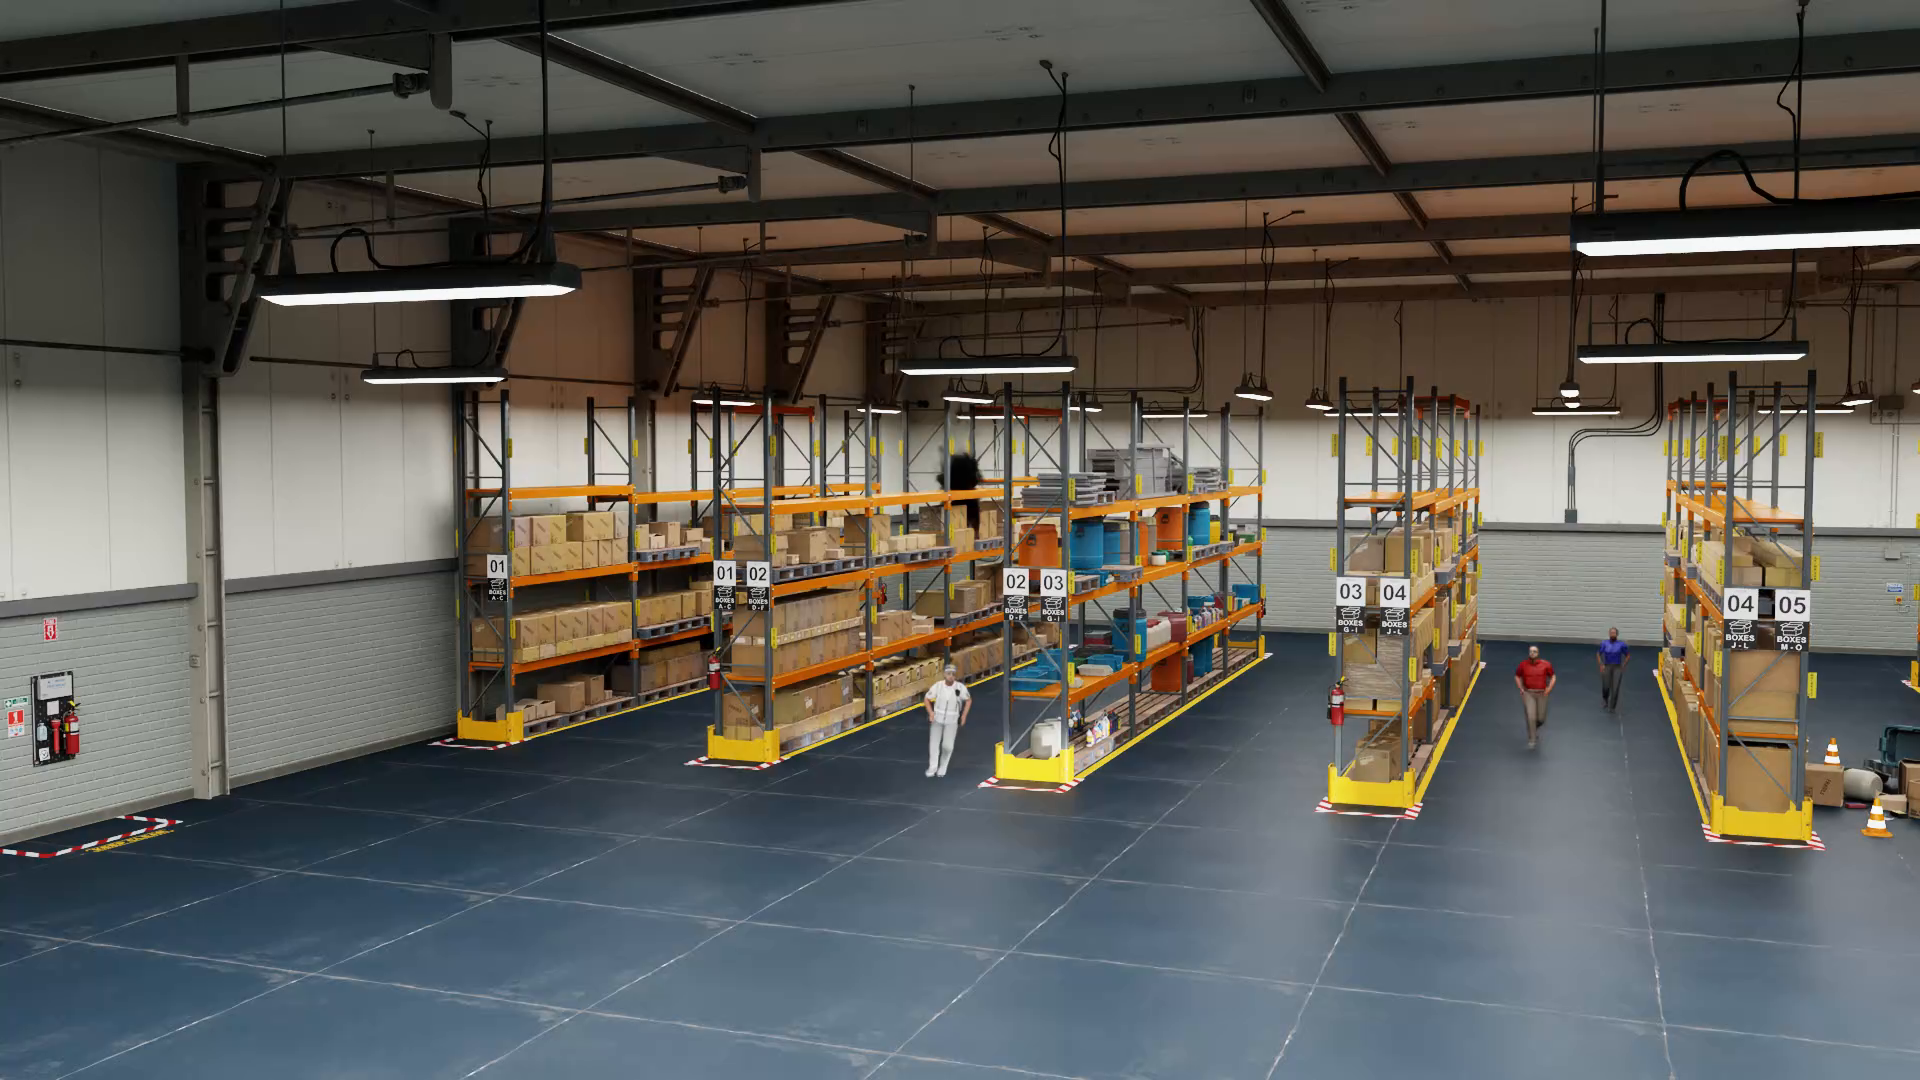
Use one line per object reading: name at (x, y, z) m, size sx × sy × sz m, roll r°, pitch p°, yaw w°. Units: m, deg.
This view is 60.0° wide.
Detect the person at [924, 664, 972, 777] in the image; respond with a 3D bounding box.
person at (-0.202, 2.748, 25.281) m, size 0.721 × 1.733 × 0.587 m, roll 0°, pitch 3°, yaw 6°

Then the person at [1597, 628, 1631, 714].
person at (12.378, 2.466, 31.497) m, size 0.592 × 1.626 × 0.536 m, roll 1°, pitch 3°, yaw 19°

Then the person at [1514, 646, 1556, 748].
person at (9.671, 2.626, 27.985) m, size 0.658 × 1.705 × 0.612 m, roll 1°, pitch 3°, yaw 20°
